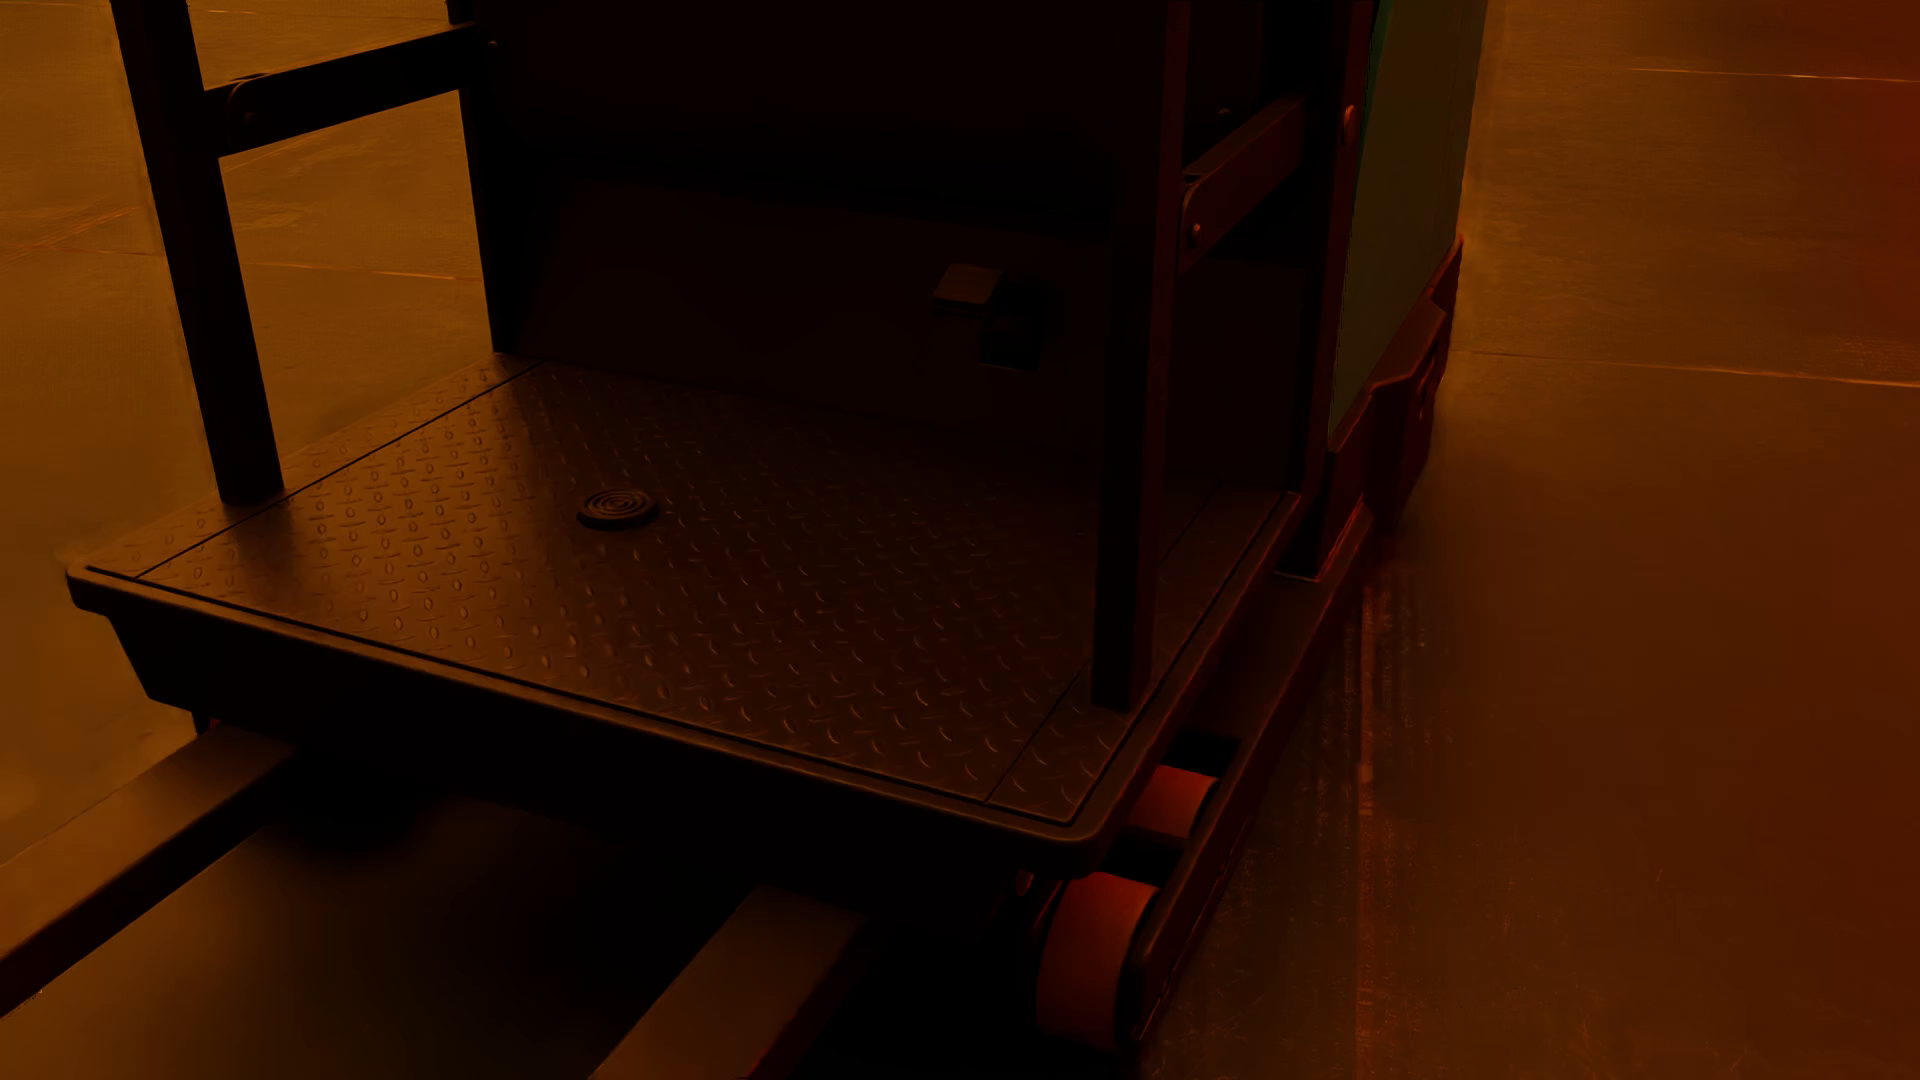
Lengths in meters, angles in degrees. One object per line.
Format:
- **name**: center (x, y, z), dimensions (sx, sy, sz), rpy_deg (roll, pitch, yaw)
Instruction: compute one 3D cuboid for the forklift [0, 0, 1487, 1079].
- **forklift**: center (-0.205, -1.053, 1.334), dimensions (1.130, 2.935, 3.031), rpy_deg (11, 29, 21)
